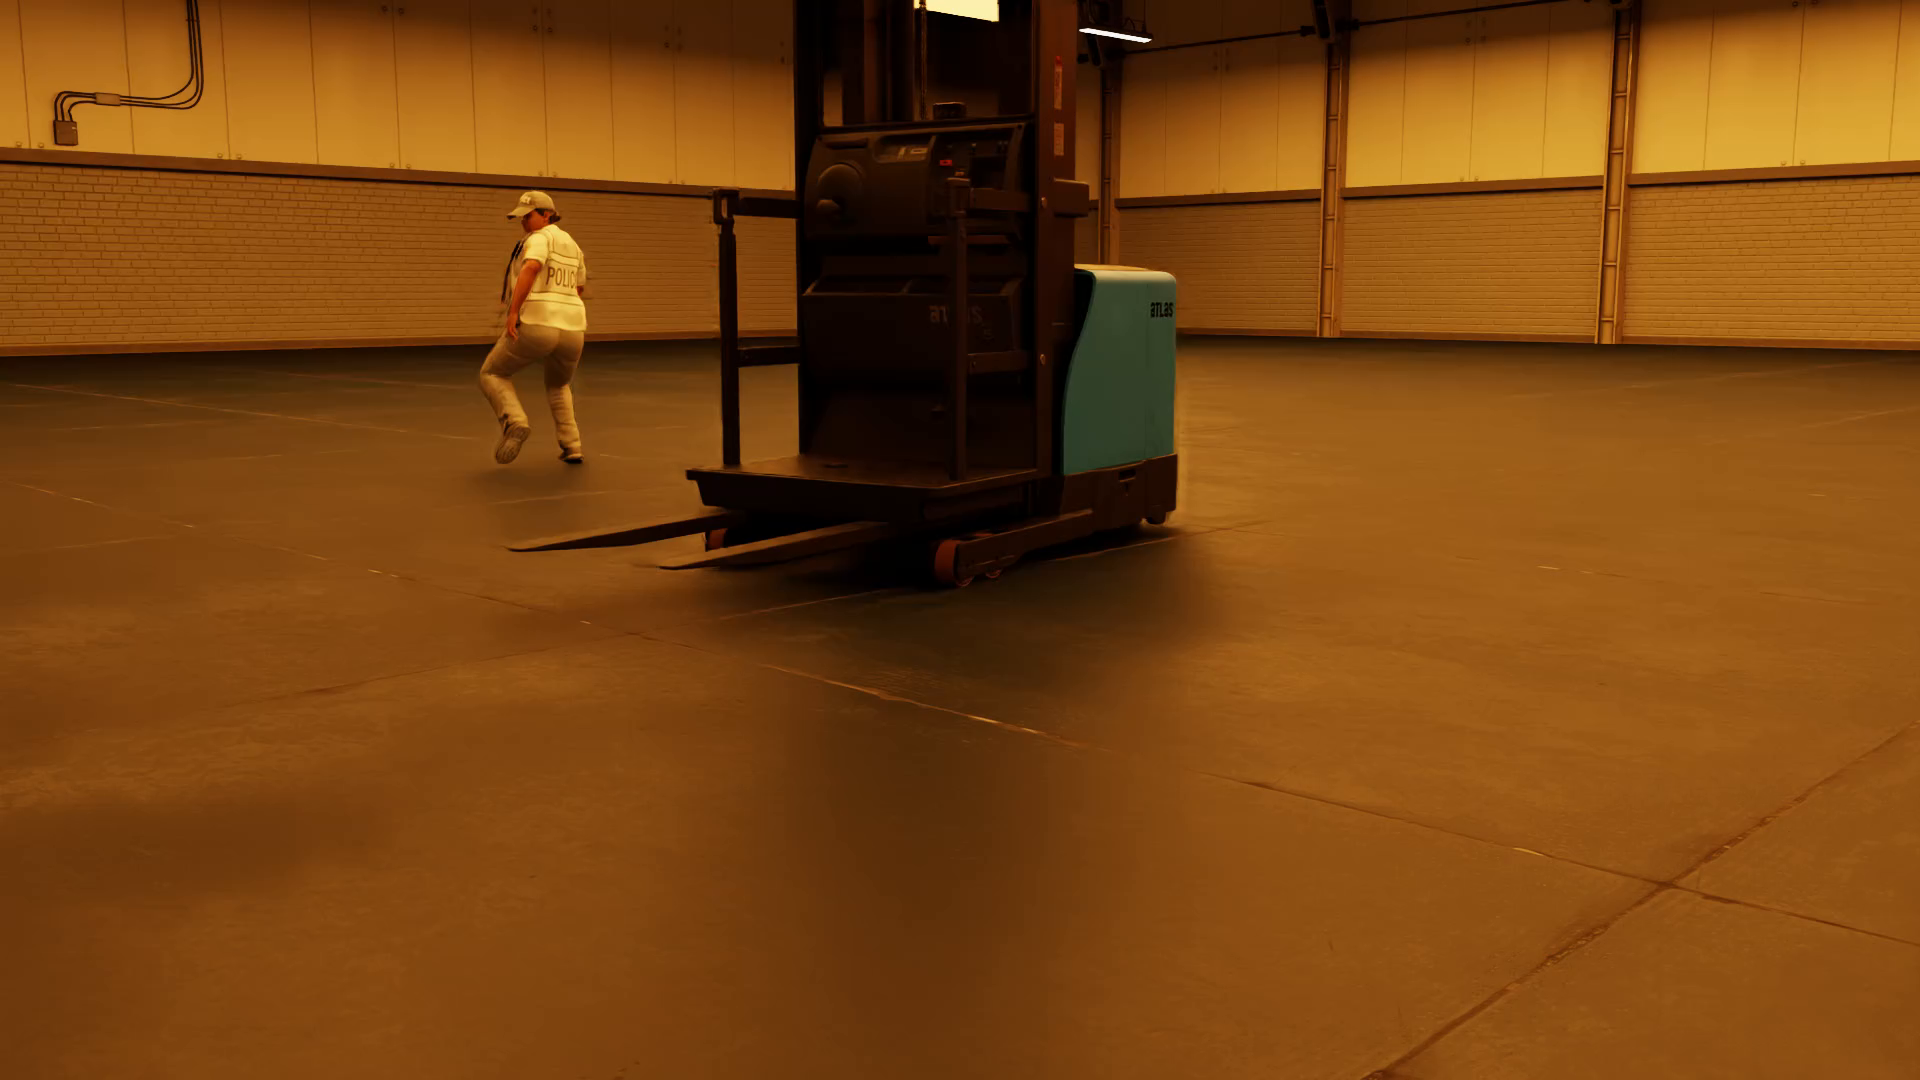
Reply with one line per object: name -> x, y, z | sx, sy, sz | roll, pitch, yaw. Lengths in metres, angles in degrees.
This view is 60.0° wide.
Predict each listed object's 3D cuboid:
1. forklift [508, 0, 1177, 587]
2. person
forklift -> -0.286, -1.367, 5.952 | 1.130, 2.935, 3.031 | 5, 10, 32
person -> -2.436, -1.213, 9.581 | 0.567, 1.572, 0.745 | 7, 11, 38
